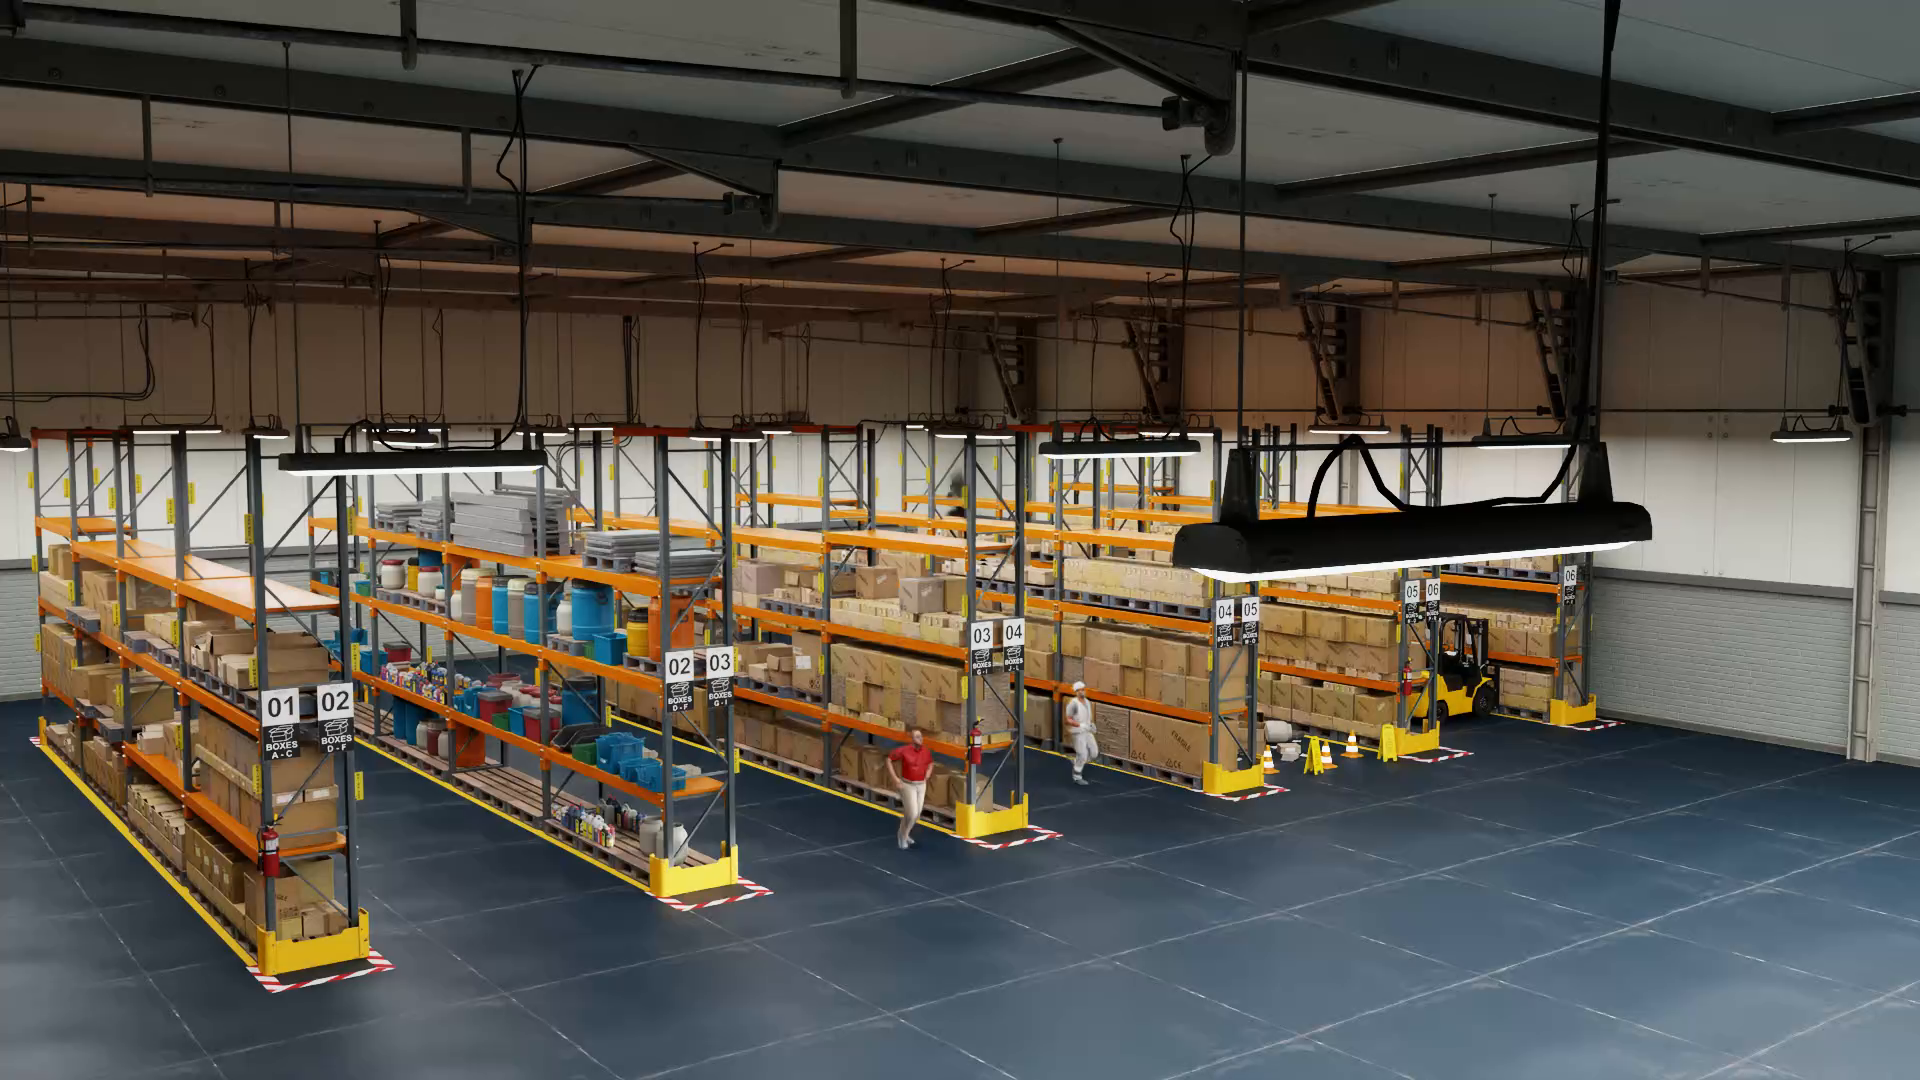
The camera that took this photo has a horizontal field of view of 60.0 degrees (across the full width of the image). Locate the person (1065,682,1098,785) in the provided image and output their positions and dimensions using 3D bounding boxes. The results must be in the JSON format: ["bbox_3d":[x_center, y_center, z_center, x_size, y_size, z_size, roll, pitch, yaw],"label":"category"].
[{"bbox_3d":[2.054,3.261,28.085,0.593,1.740,0.655,4,6,42],"label":"person"}]

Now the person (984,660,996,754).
[{"bbox_3d":[0.585,3.069,30.516,0.642,1.755,0.541,-4,6,-40],"label":"person"}]

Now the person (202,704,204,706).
[{"bbox_3d":[-13.839,3.100,31.046,0.578,1.602,0.596,4,6,41],"label":"person"}]

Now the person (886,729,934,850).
[{"bbox_3d":[-0.677,3.624,24.076,0.712,1.783,0.608,-3,6,-36],"label":"person"}]
